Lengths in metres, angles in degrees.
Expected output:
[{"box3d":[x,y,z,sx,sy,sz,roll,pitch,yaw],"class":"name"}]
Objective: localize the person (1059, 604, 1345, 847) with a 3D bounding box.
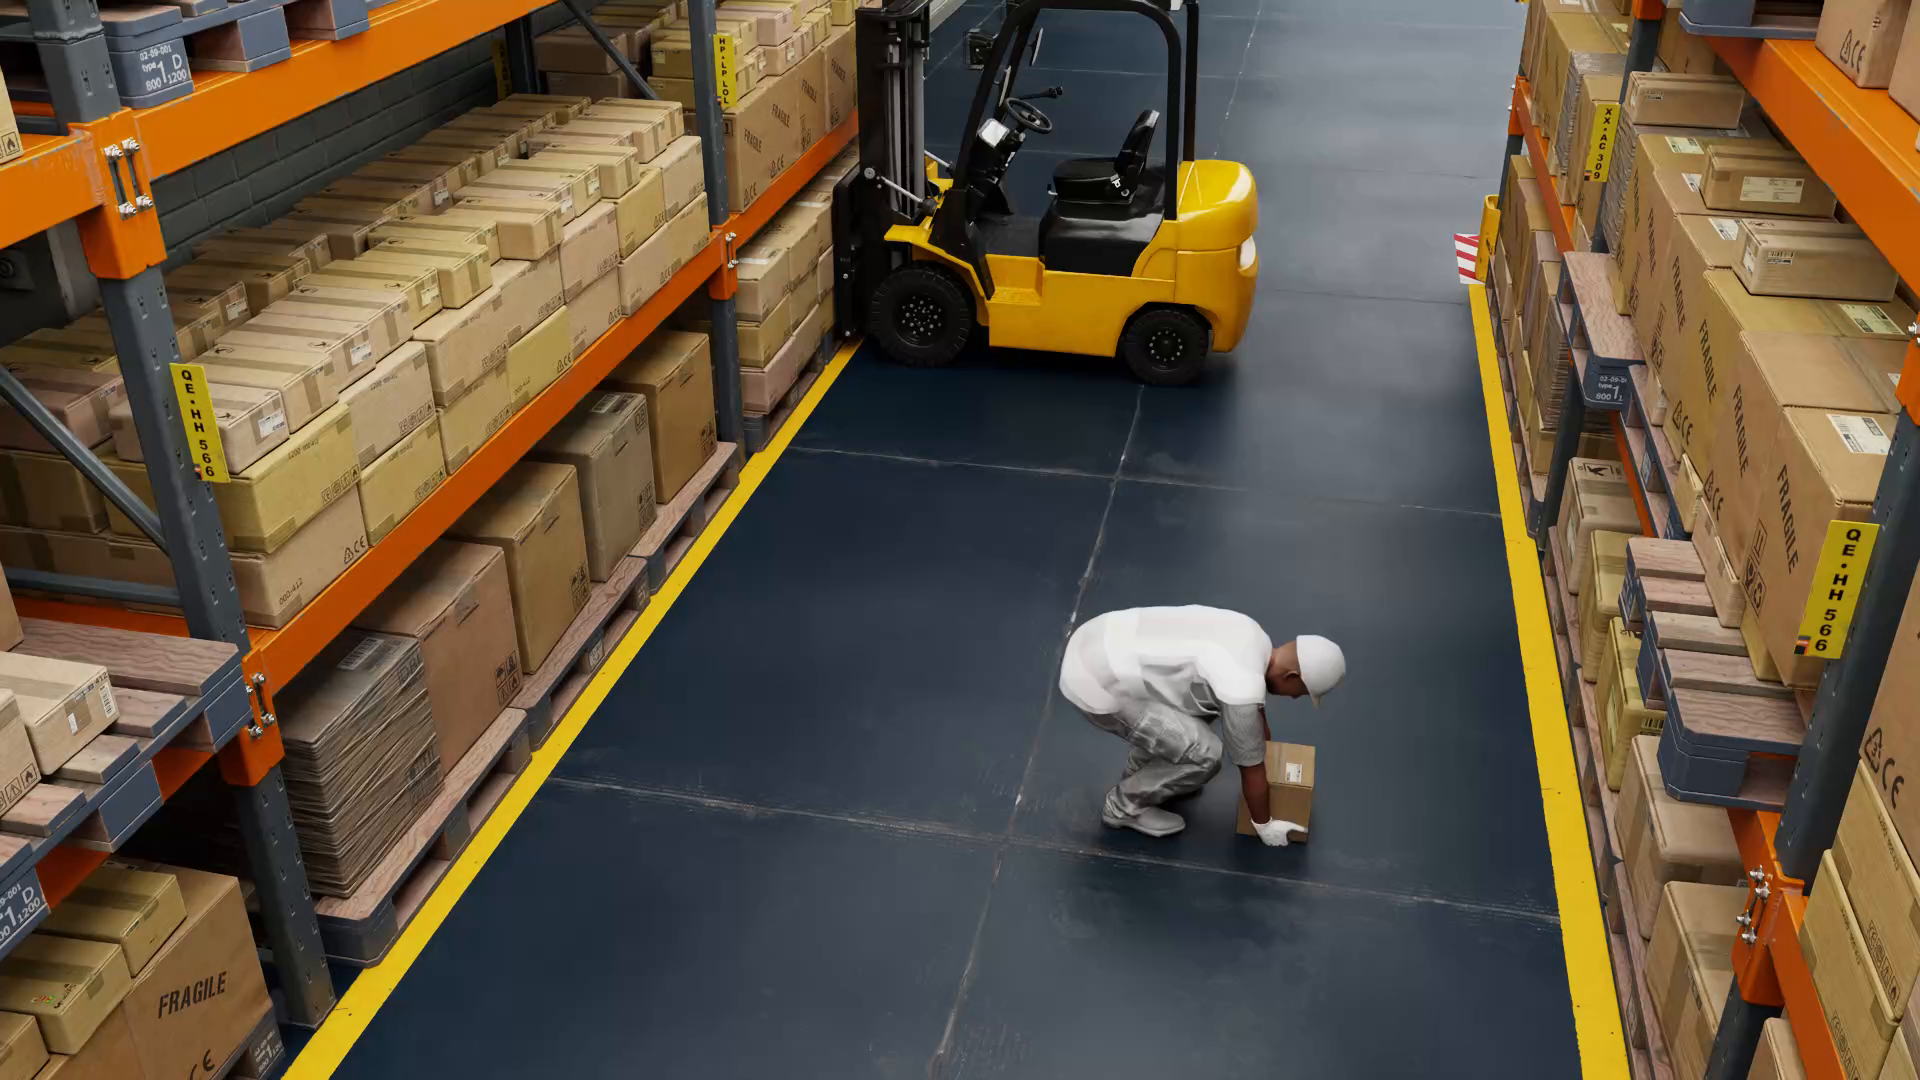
[{"box3d":[0.853,0.636,5.973,0.988,0.833,0.551,5,29,9],"class":"person"}]
